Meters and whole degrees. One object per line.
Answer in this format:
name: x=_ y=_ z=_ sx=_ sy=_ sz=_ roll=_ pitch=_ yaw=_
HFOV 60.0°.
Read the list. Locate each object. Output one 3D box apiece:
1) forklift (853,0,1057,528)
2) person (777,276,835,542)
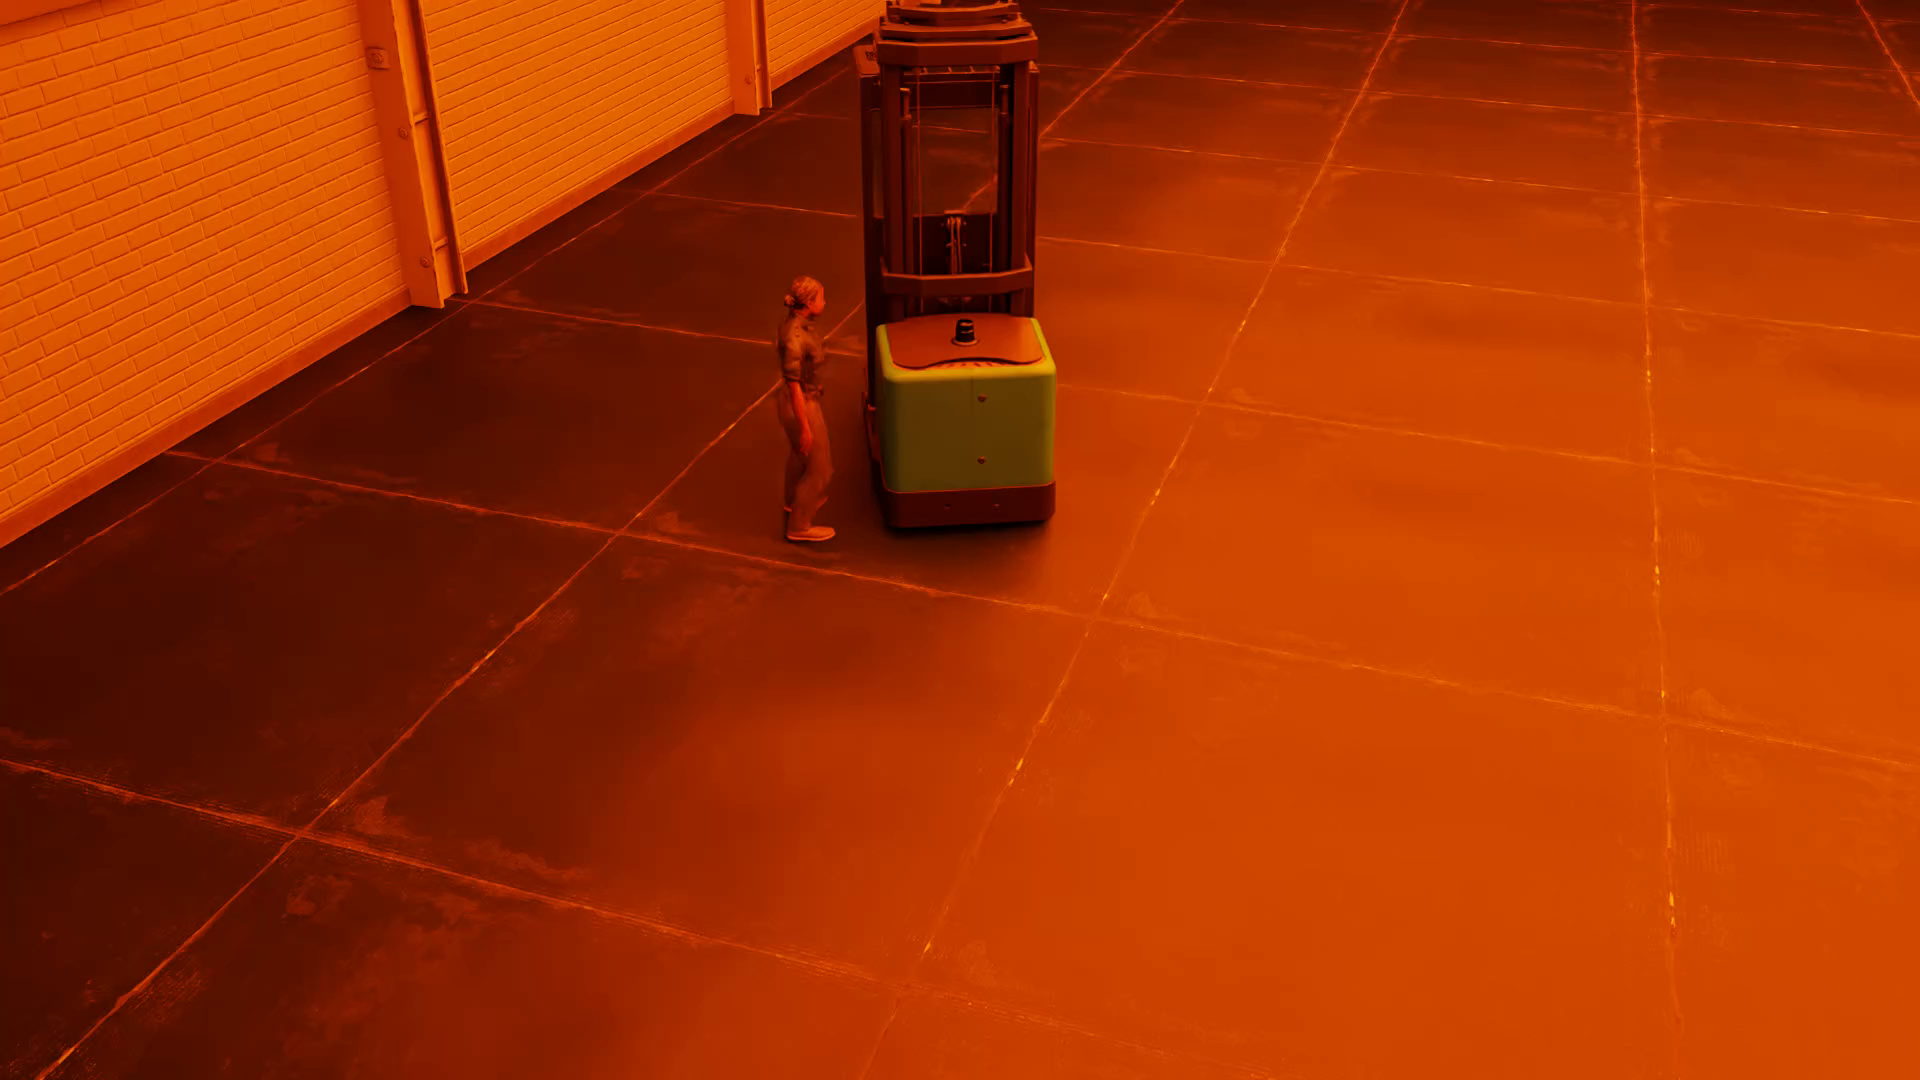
forklift: x=-0.093 y=-2.053 z=10.738 sx=1.130 sy=2.935 sz=3.031 roll=-3 pitch=30 yaw=-5
person: x=-0.925 y=-0.791 z=9.838 sx=0.316 sy=1.636 sz=0.714 roll=-4 pitch=30 yaw=-7
